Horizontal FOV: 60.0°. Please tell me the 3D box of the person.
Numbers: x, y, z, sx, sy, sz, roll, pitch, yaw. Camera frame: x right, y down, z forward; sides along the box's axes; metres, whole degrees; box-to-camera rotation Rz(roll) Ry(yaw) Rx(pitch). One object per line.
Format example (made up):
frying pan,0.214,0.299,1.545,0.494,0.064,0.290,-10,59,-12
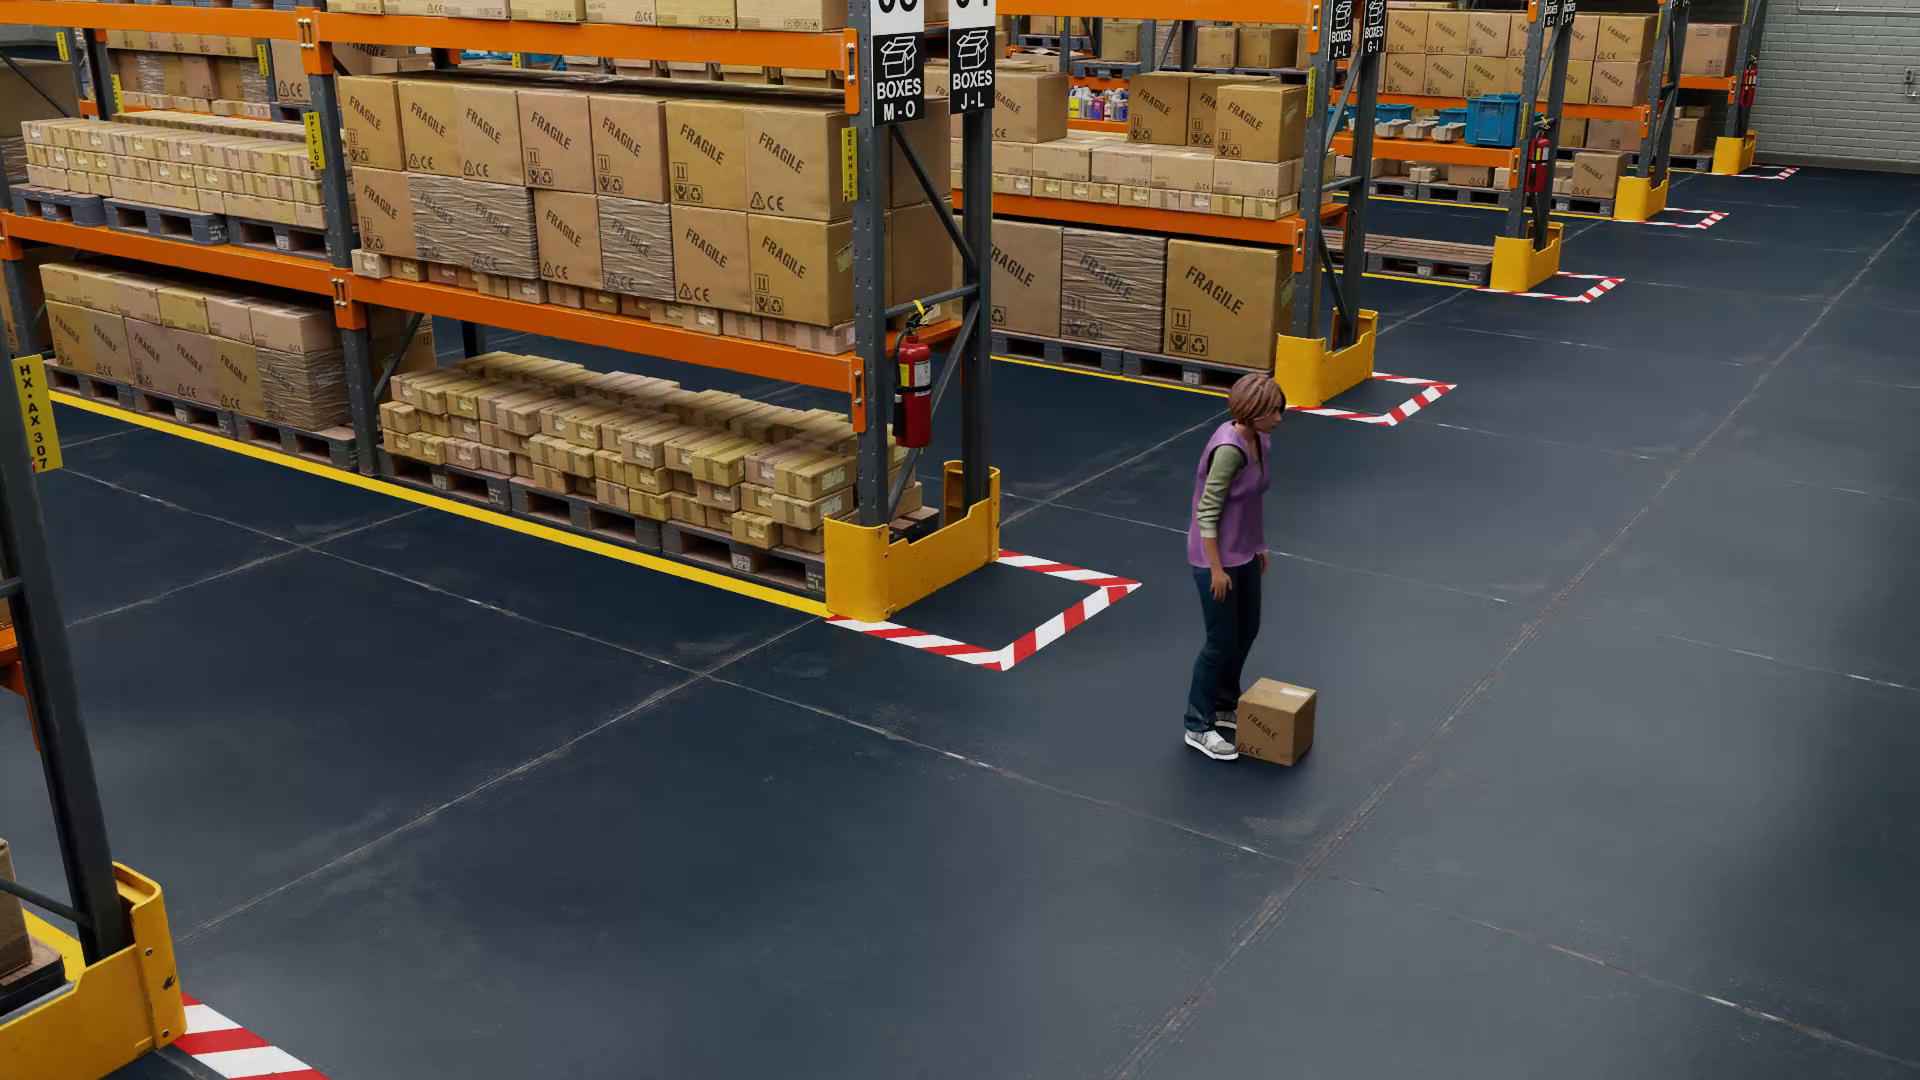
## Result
person,1.121,0.087,6.852,0.343,1.593,0.461,13,24,32
